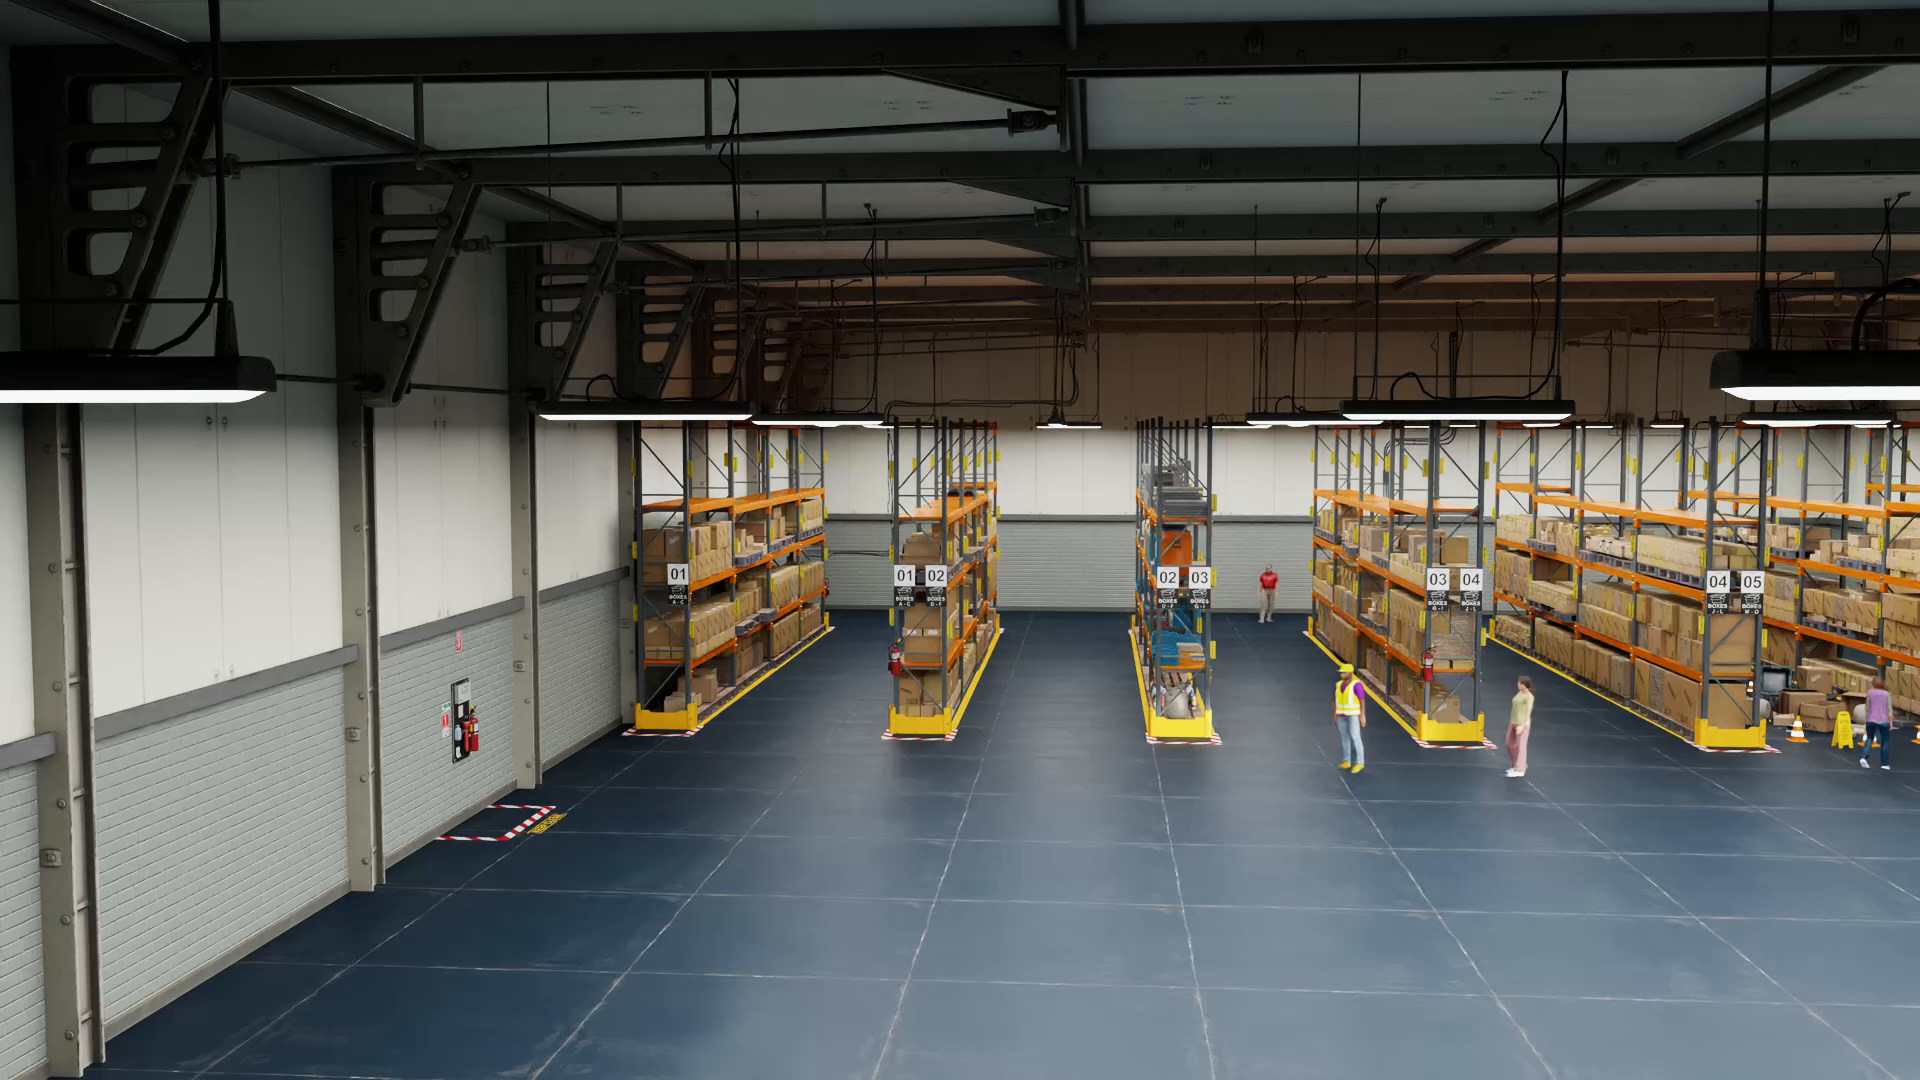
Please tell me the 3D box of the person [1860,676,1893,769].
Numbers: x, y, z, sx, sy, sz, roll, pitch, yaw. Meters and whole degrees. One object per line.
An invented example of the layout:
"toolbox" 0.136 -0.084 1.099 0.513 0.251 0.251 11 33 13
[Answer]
"person" 15.568 3.121 28.169 0.446 1.564 0.509 4 5 44

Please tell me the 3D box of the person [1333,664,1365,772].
"person" 6.573 2.997 28.236 0.455 1.779 0.654 -4 5 -43

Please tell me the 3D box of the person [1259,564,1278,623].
"person" 9.275 1.604 49.924 0.566 1.741 0.575 0 4 3

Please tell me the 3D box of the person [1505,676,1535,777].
"person" 9.272 3.092 27.647 0.475 1.703 0.556 -1 4 -17
